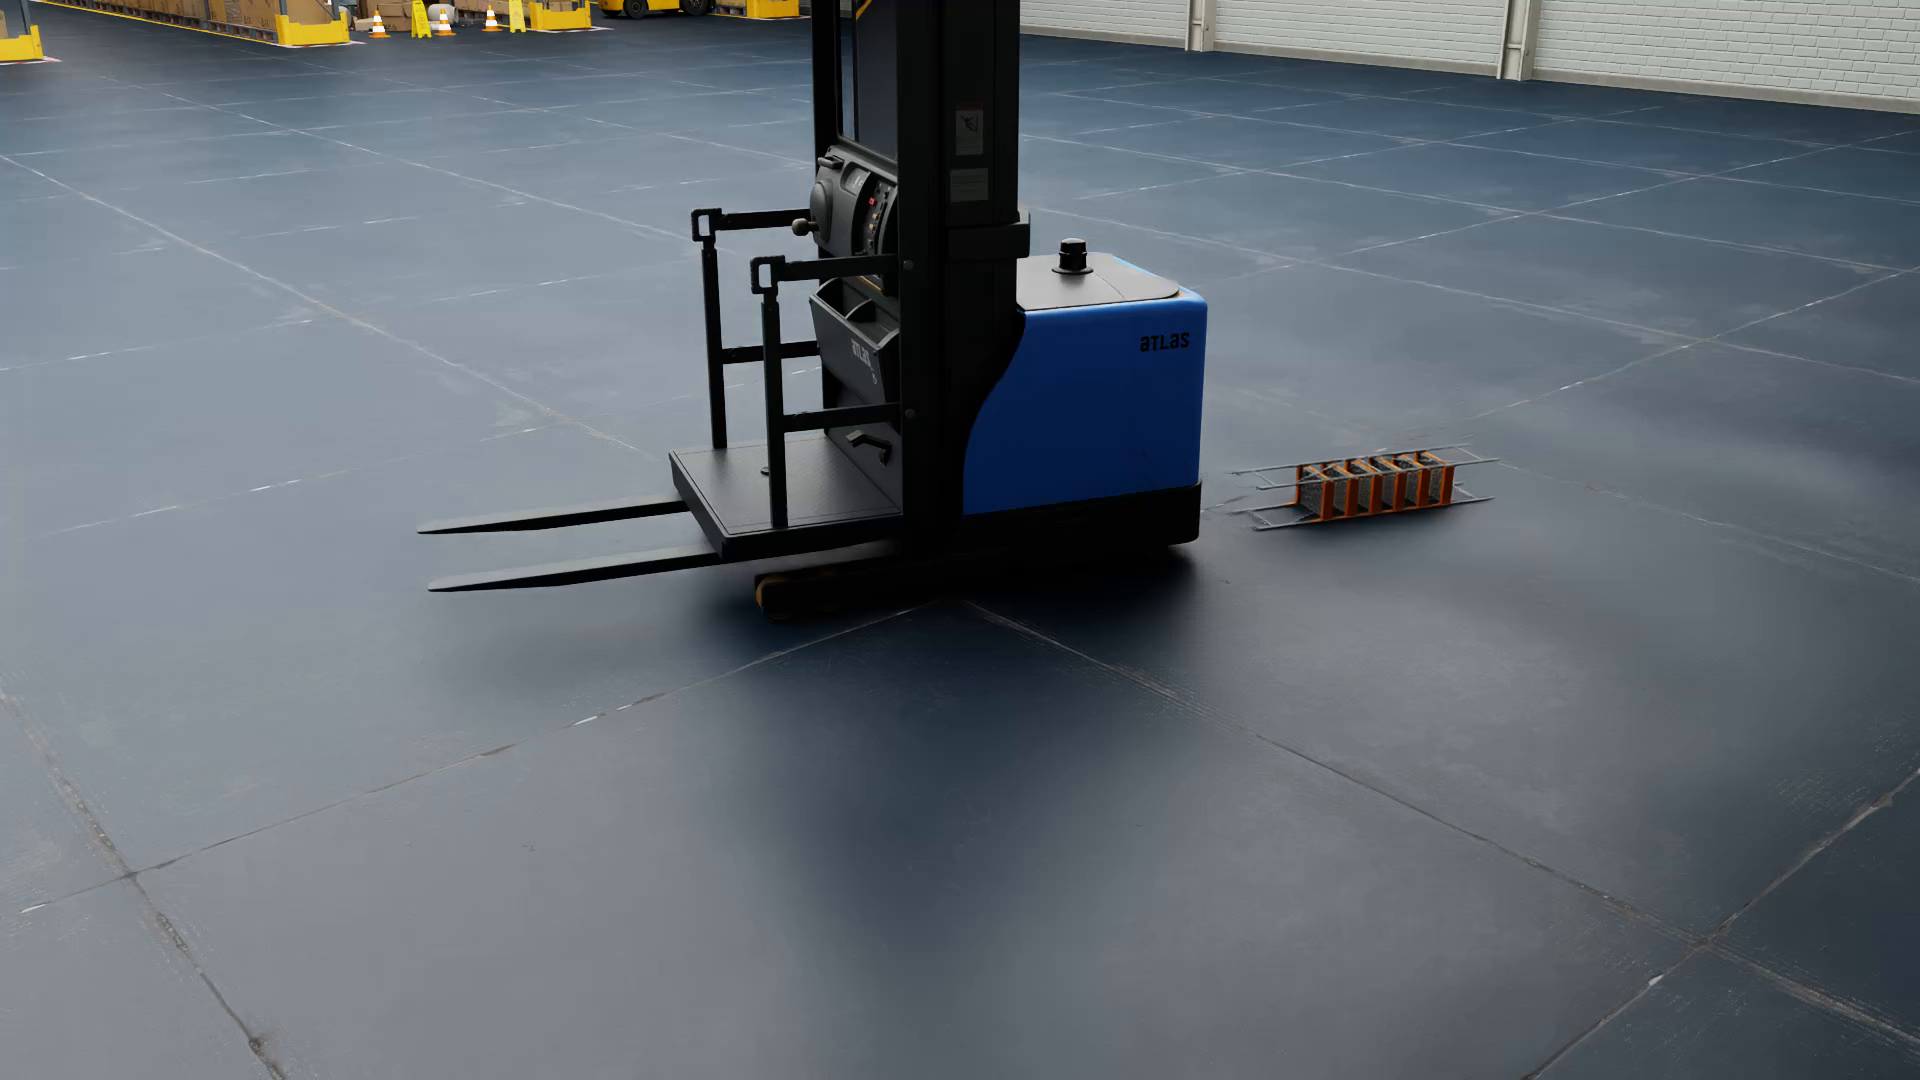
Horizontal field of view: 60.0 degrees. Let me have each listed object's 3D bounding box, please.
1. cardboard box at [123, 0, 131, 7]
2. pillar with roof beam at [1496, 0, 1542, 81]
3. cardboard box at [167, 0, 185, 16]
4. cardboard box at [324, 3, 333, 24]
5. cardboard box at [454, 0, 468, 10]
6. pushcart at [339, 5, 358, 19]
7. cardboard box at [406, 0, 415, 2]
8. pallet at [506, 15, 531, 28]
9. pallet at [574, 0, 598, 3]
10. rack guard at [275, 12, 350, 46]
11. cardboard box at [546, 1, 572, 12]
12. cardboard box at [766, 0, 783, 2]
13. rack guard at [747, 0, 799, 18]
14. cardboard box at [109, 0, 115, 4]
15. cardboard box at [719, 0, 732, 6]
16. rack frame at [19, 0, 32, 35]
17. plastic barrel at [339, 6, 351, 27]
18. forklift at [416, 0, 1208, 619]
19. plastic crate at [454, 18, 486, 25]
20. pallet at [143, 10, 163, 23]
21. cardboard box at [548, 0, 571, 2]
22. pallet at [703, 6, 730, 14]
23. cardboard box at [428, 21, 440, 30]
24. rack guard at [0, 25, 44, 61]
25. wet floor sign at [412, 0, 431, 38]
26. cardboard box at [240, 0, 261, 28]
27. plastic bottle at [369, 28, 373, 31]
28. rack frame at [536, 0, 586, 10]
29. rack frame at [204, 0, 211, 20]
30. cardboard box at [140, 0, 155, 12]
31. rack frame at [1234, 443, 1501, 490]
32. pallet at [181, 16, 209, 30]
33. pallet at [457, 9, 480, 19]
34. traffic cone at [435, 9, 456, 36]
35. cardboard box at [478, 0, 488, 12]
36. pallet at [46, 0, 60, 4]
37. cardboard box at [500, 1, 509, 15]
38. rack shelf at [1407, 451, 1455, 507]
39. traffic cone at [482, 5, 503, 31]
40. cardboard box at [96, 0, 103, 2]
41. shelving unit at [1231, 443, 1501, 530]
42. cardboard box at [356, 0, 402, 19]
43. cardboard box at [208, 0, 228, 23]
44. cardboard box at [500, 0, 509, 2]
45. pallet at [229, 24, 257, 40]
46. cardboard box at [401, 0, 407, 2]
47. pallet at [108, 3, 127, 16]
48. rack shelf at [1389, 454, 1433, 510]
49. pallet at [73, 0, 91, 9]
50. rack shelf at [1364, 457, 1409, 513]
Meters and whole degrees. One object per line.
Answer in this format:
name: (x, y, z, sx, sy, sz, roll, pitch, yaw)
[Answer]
cardboard box: (-17.632, -11.712, 35.625, 0.500, 0.500, 0.500, -16, 27, -35)
pillar with roof beam: (4.712, -9.798, 19.660, 9.100, 9.000, 0.400, -17, 27, -37)
cardboard box: (-15.158, -10.877, 33.150, 1.050, 0.750, 0.750, -17, 27, -37)
cardboard box: (-12.267, -9.964, 31.735, 0.500, 0.500, 0.500, -12, 25, -28)
cardboard box: (-10.193, -11.206, 34.675, 0.500, 0.250, 0.500, -19, 28, -40)
pushcart: (-12.068, -10.740, 33.888, 0.936, 0.377, 1.648, 12, 24, 27)
cardboard box: (-11.645, -12.023, 36.596, 0.950, 0.372, 0.625, -16, 27, -36)
pallet: (-8.316, -10.368, 33.166, 1.003, 0.211, 1.213, -17, 27, -37)
pallet: (-8.719, -13.270, 40.576, 1.003, 0.211, 1.213, -17, 27, -37)
rack guard: (-11.431, -9.036, 29.368, 1.175, 0.500, 0.348, -17, 27, -37)
cardboard box: (-8.079, -10.616, 33.171, 0.500, 0.250, 0.500, -18, 28, -38)
cardboard box: (-4.177, -11.693, 35.919, 0.500, 0.250, 0.500, -17, 27, -37)
rack guard: (-3.989, -11.425, 35.467, 1.175, 0.500, 0.348, -17, 27, -37)
cardboard box: (-18.299, -11.999, 36.357, 0.500, 0.500, 0.500, -17, 27, -37)
cardboard box: (-4.868, -11.705, 35.949, 0.500, 0.250, 0.500, -17, 27, -37)
rack frame: (-15.270, -9.053, 25.986, 1.000, 3.000, 0.127, -17, 27, -37)
plastic barrel: (-12.155, -10.163, 32.353, 0.512, 0.421, 0.421, 0, 21, -1)
forklift: (-0.590, -1.285, 6.245, 3.031, 2.935, 1.130, -8, 23, -19)
plastic crate: (-9.970, -10.529, 33.757, 0.583, 0.080, 0.402, 12, 24, 27)
pallet: (-16.211, -10.882, 34.479, 1.003, 0.211, 1.213, -17, 27, -37)
cardboard box: (-8.095, -10.972, 33.051, 0.500, 0.500, 0.500, -19, 28, -39)
pallet: (-5.328, -11.835, 36.911, 1.003, 0.211, 1.213, -17, 27, -37)
cardboard box: (-10.148, -9.966, 32.225, 0.380, 0.149, 0.250, -4, 22, -10)
rack guard: (-15.320, -7.910, 26.495, 1.175, 0.500, 0.348, -17, 27, -37)
wet floor sign: (-9.928, -9.573, 30.541, 0.232, 0.644, 0.267, 17, 27, 36)
cardboard box: (-12.515, -9.827, 30.298, 0.875, 0.875, 0.875, -18, 28, -38)
plastic bottle: (-11.233, -9.788, 31.890, 0.283, 0.061, 0.133, 12, 24, 27)
rack frame: (-7.762, -11.413, 32.009, 1.000, 3.000, 0.127, -17, 27, -37)
rack frame: (-14.057, -11.311, 31.751, 1.000, 3.000, 0.127, -17, 27, -37)
cardboard box: (-16.339, -11.375, 34.422, 1.050, 0.750, 0.750, -18, 28, -38)
rack frame: (1.795, -0.327, 7.302, 1.200, 0.006, 0.240, -7, 23, -18)
pallet: (-14.618, -10.208, 32.758, 1.003, 0.211, 1.213, -17, 27, -37)
pallet: (-9.908, -11.042, 34.887, 1.003, 0.211, 1.213, -17, 27, -37)
traffic cone: (-9.639, -9.685, 31.076, 0.336, 0.463, 0.334, -17, 27, -37)
cardboard box: (-9.488, -10.915, 33.933, 0.500, 0.250, 0.500, -18, 28, -38)
pallet: (-21.337, -13.074, 40.076, 1.003, 0.211, 1.213, -17, 27, -37)
cardboard box: (-8.826, -10.632, 33.211, 0.500, 0.250, 0.500, -17, 27, -37)
rack shelf: (2.093, -0.279, 7.431, 0.103, 0.180, 0.258, -7, 23, -18)
traffic cone: (-9.020, -10.043, 31.991, 0.336, 0.463, 0.334, -17, 27, -37)
cardboard box: (-18.998, -12.286, 37.091, 0.500, 0.500, 0.500, -16, 27, -35)
shelving unit: (1.795, -0.241, 7.335, 1.200, 0.189, 0.258, -7, 23, -18)
cardboard box: (-11.444, -10.452, 32.794, 0.797, 0.637, 0.503, -17, 27, -37)
cardboard box: (-13.700, -10.327, 31.575, 0.875, 0.875, 0.875, -17, 27, -37)
cardboard box: (-8.826, -10.980, 33.070, 0.500, 0.500, 0.500, -16, 27, -36)
pallet: (-12.820, -9.447, 30.814, 1.003, 0.211, 1.213, -17, 27, -37)
cardboard box: (-11.702, -11.274, 34.045, 0.500, 0.500, 0.500, -17, 27, -37)
pallet: (-17.970, -11.671, 36.493, 1.003, 0.211, 1.213, -17, 27, -37)
rack shelf: (1.979, -0.265, 7.395, 0.103, 0.180, 0.258, -7, 23, -18)
pallet: (-19.745, -12.400, 38.355, 1.003, 0.211, 1.213, -17, 27, -37)
rack shelf: (1.866, -0.250, 7.358, 0.103, 0.180, 0.258, -7, 23, -18)
